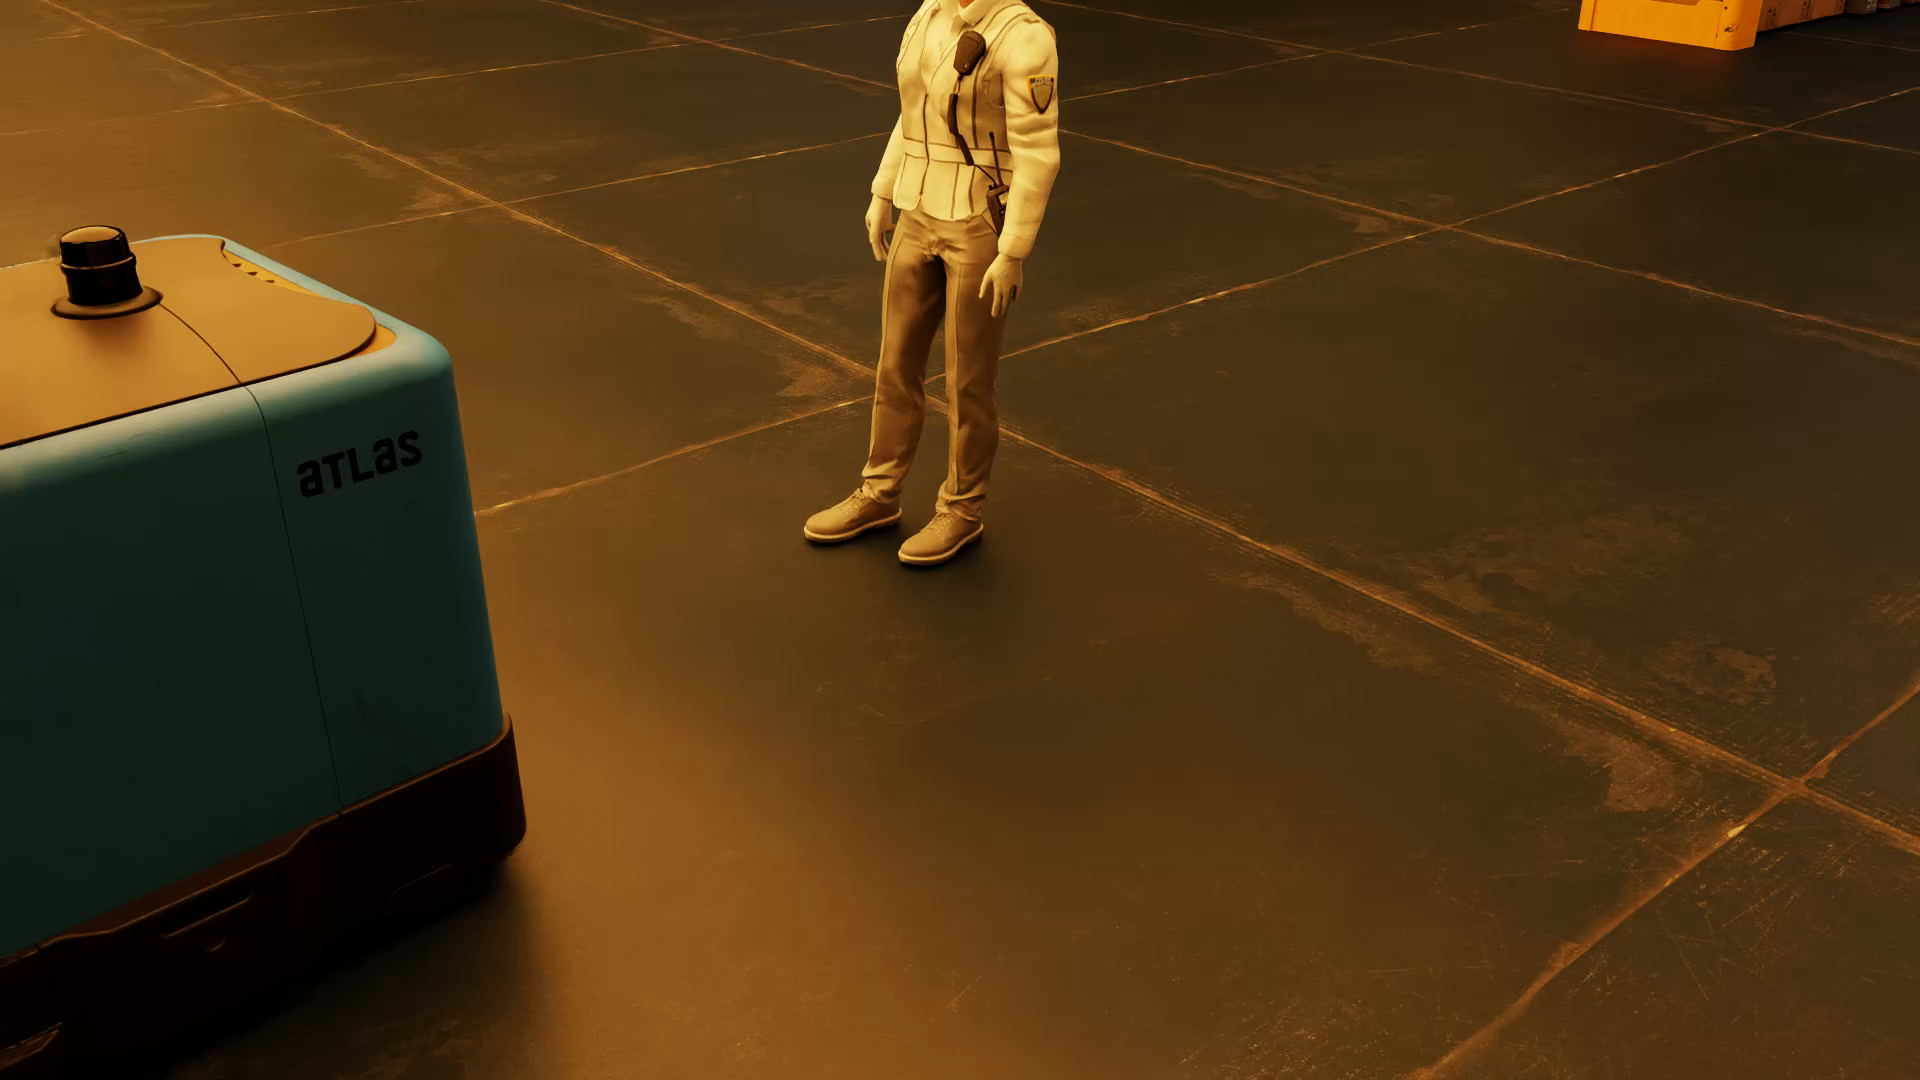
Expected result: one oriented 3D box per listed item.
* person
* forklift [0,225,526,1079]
[{"bbox_3d":[-0.056,-0.749,4.087,0.533,1.696,0.588,-20,33,-35],"label":"person"},{"bbox_3d":[-2.237,-0.373,1.955,3.031,2.935,1.130,-24,35,-39],"label":"forklift"}]
